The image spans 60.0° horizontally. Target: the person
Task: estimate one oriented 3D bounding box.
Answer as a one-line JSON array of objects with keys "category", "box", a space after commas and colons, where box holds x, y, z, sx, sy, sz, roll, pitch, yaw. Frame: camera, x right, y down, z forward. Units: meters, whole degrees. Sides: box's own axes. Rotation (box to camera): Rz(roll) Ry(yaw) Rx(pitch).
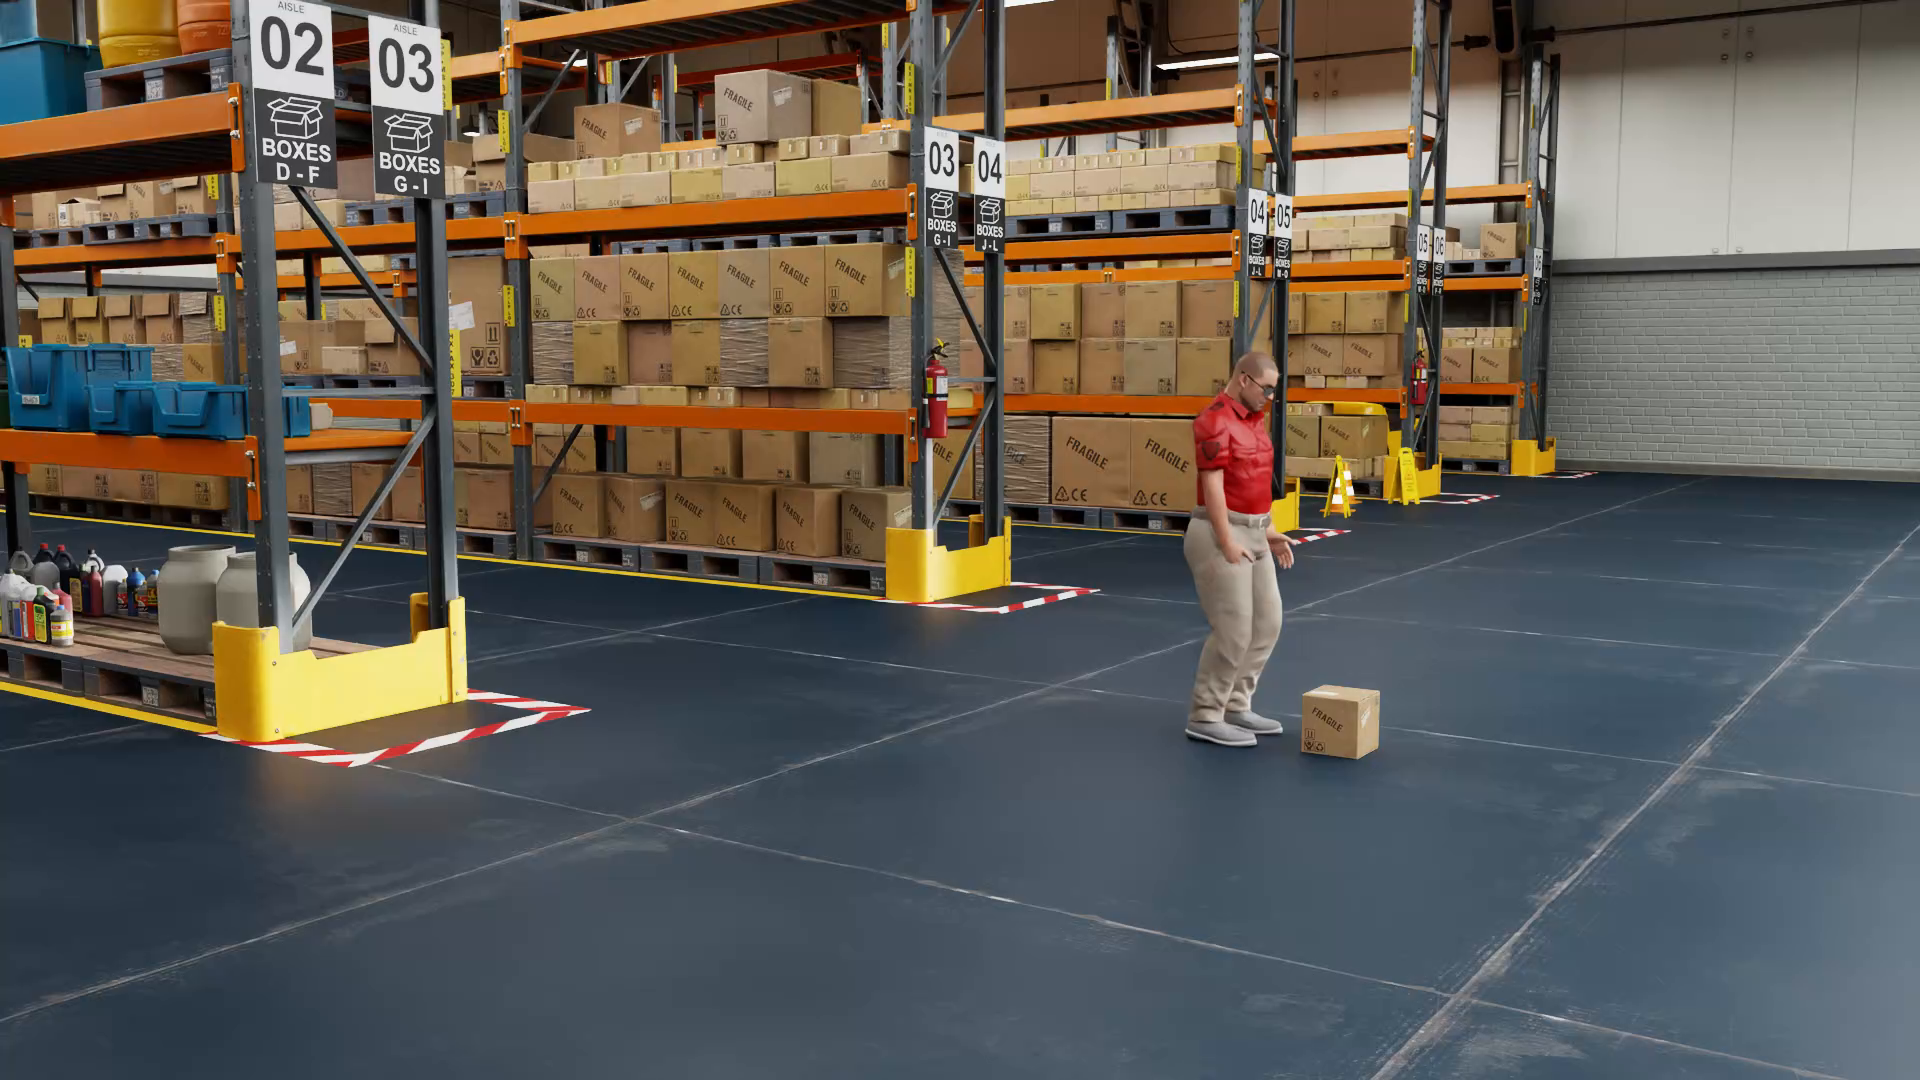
[{"category": "person", "box": [1.330, 0.384, 7.267, 0.871, 0.989, 0.568, 4, 7, 33]}]
